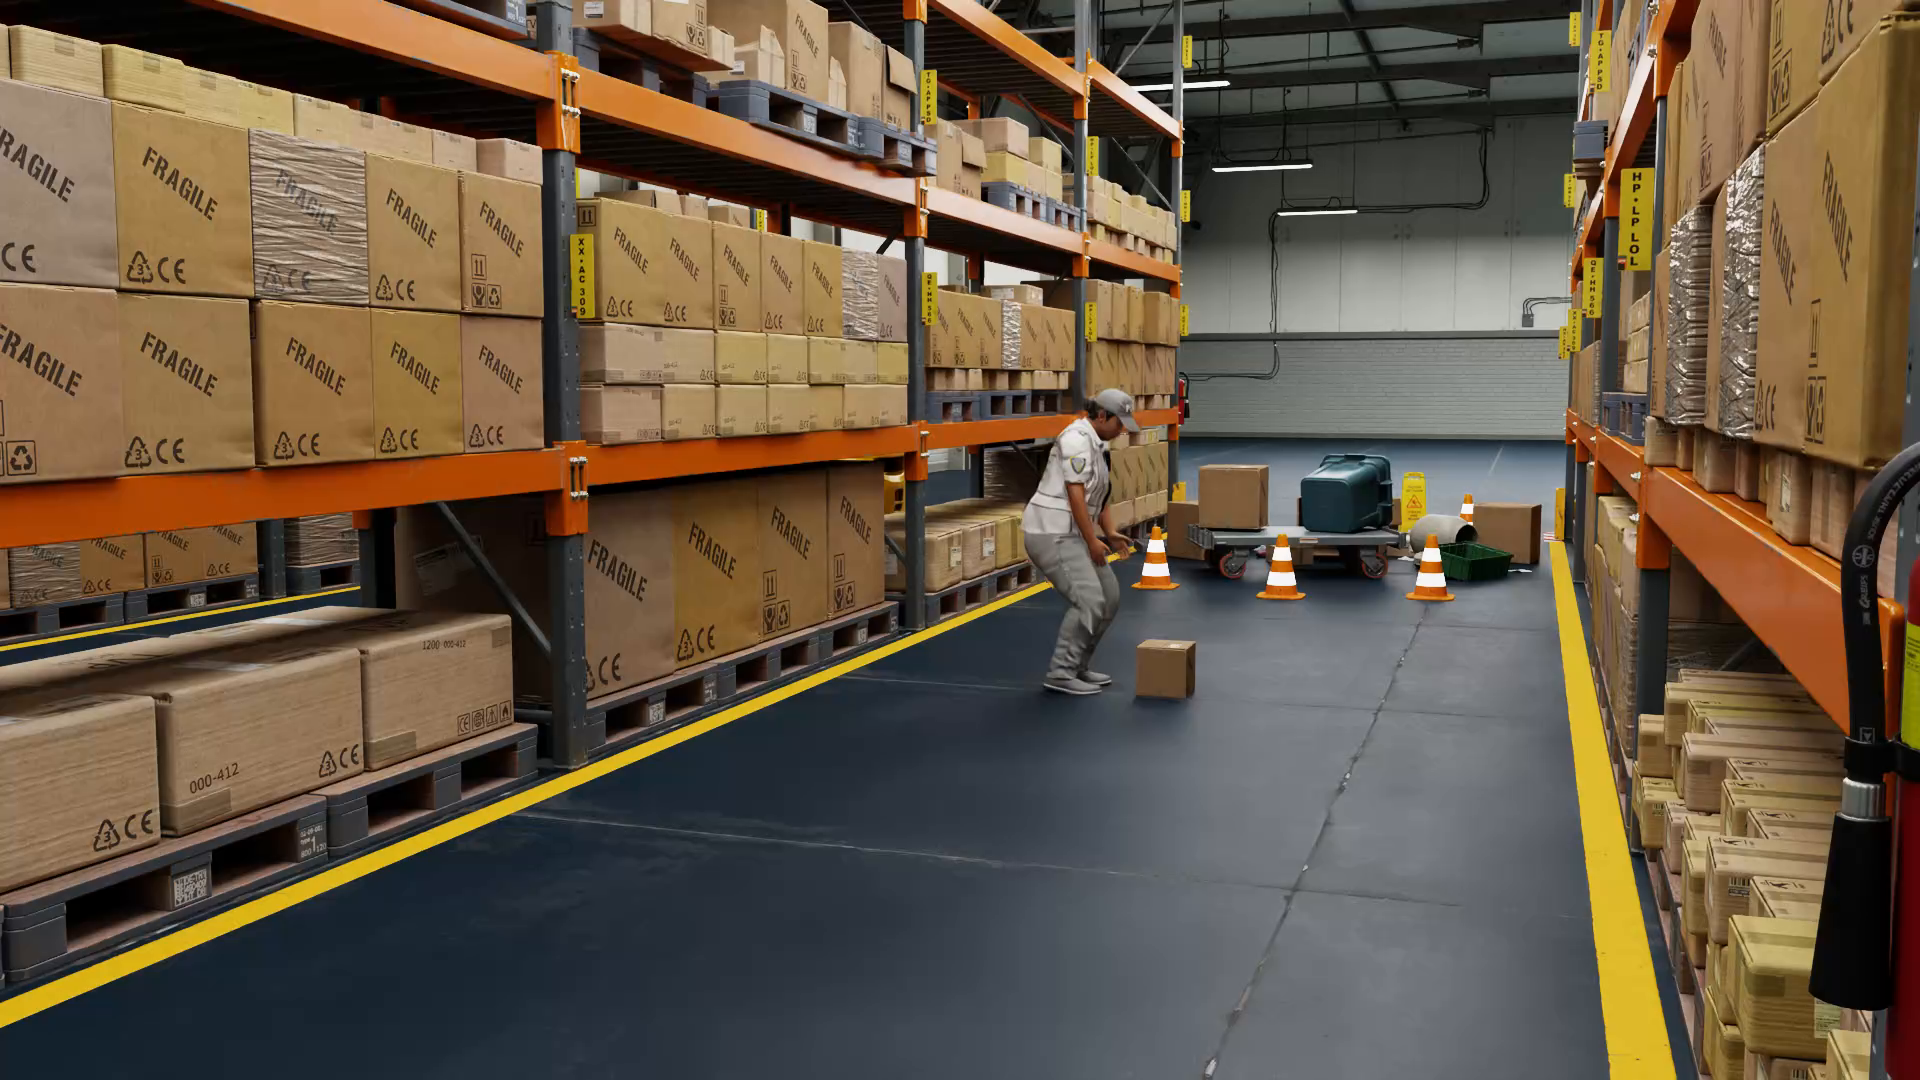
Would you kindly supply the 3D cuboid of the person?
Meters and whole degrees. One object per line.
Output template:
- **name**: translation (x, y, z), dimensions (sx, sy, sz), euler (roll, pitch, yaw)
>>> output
- **person**: translation (0.624, -0.002, 8.504), dimensions (0.591, 1.542, 0.519), euler (2, 6, 20)
